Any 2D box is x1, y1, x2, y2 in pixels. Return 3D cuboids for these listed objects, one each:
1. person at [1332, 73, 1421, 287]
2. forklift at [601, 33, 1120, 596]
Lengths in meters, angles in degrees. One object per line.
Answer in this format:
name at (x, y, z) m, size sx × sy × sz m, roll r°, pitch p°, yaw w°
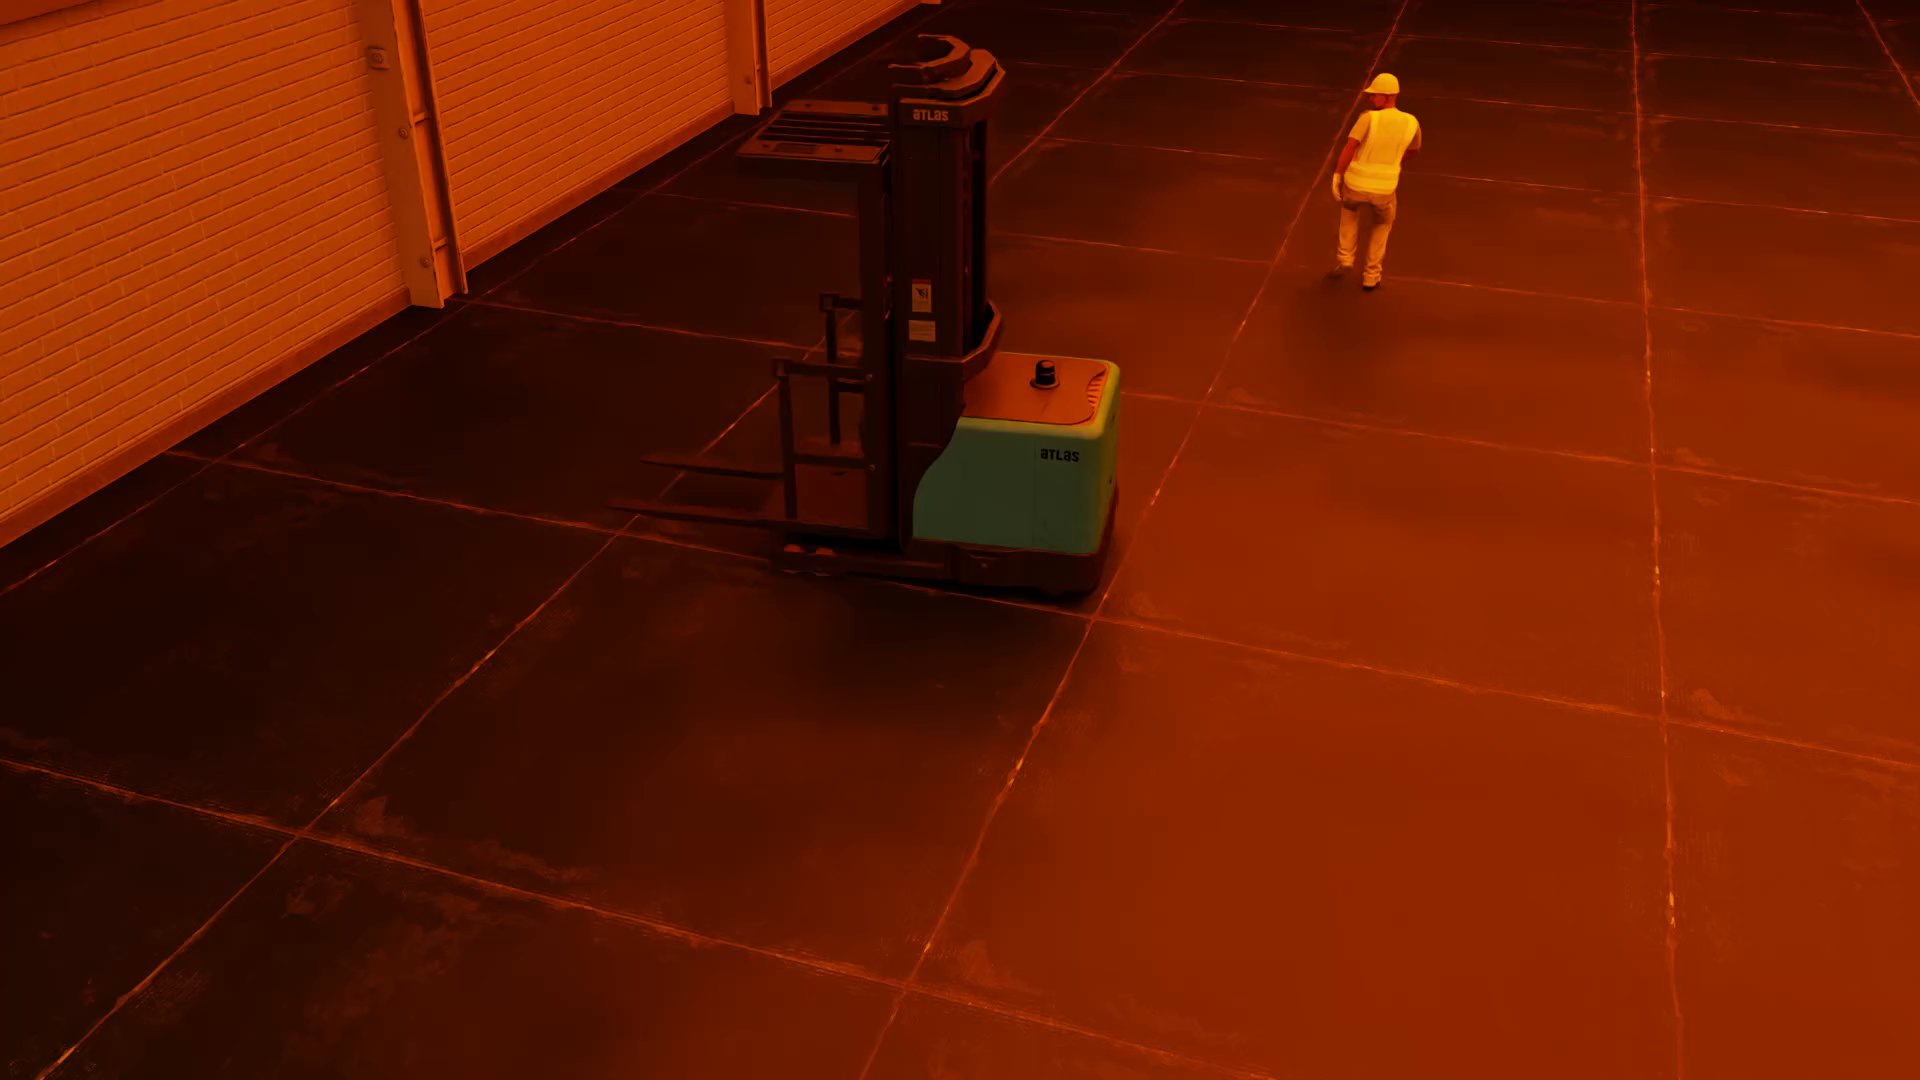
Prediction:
person at (3.343, -2.881, 13.467) m, size 0.694 × 1.756 × 0.794 m, roll 4°, pitch 30°, yaw 7°
forklift at (-0.615, -1.308, 9.431) m, size 3.031 × 2.935 × 1.130 m, roll 6°, pitch 30°, yaw 10°
